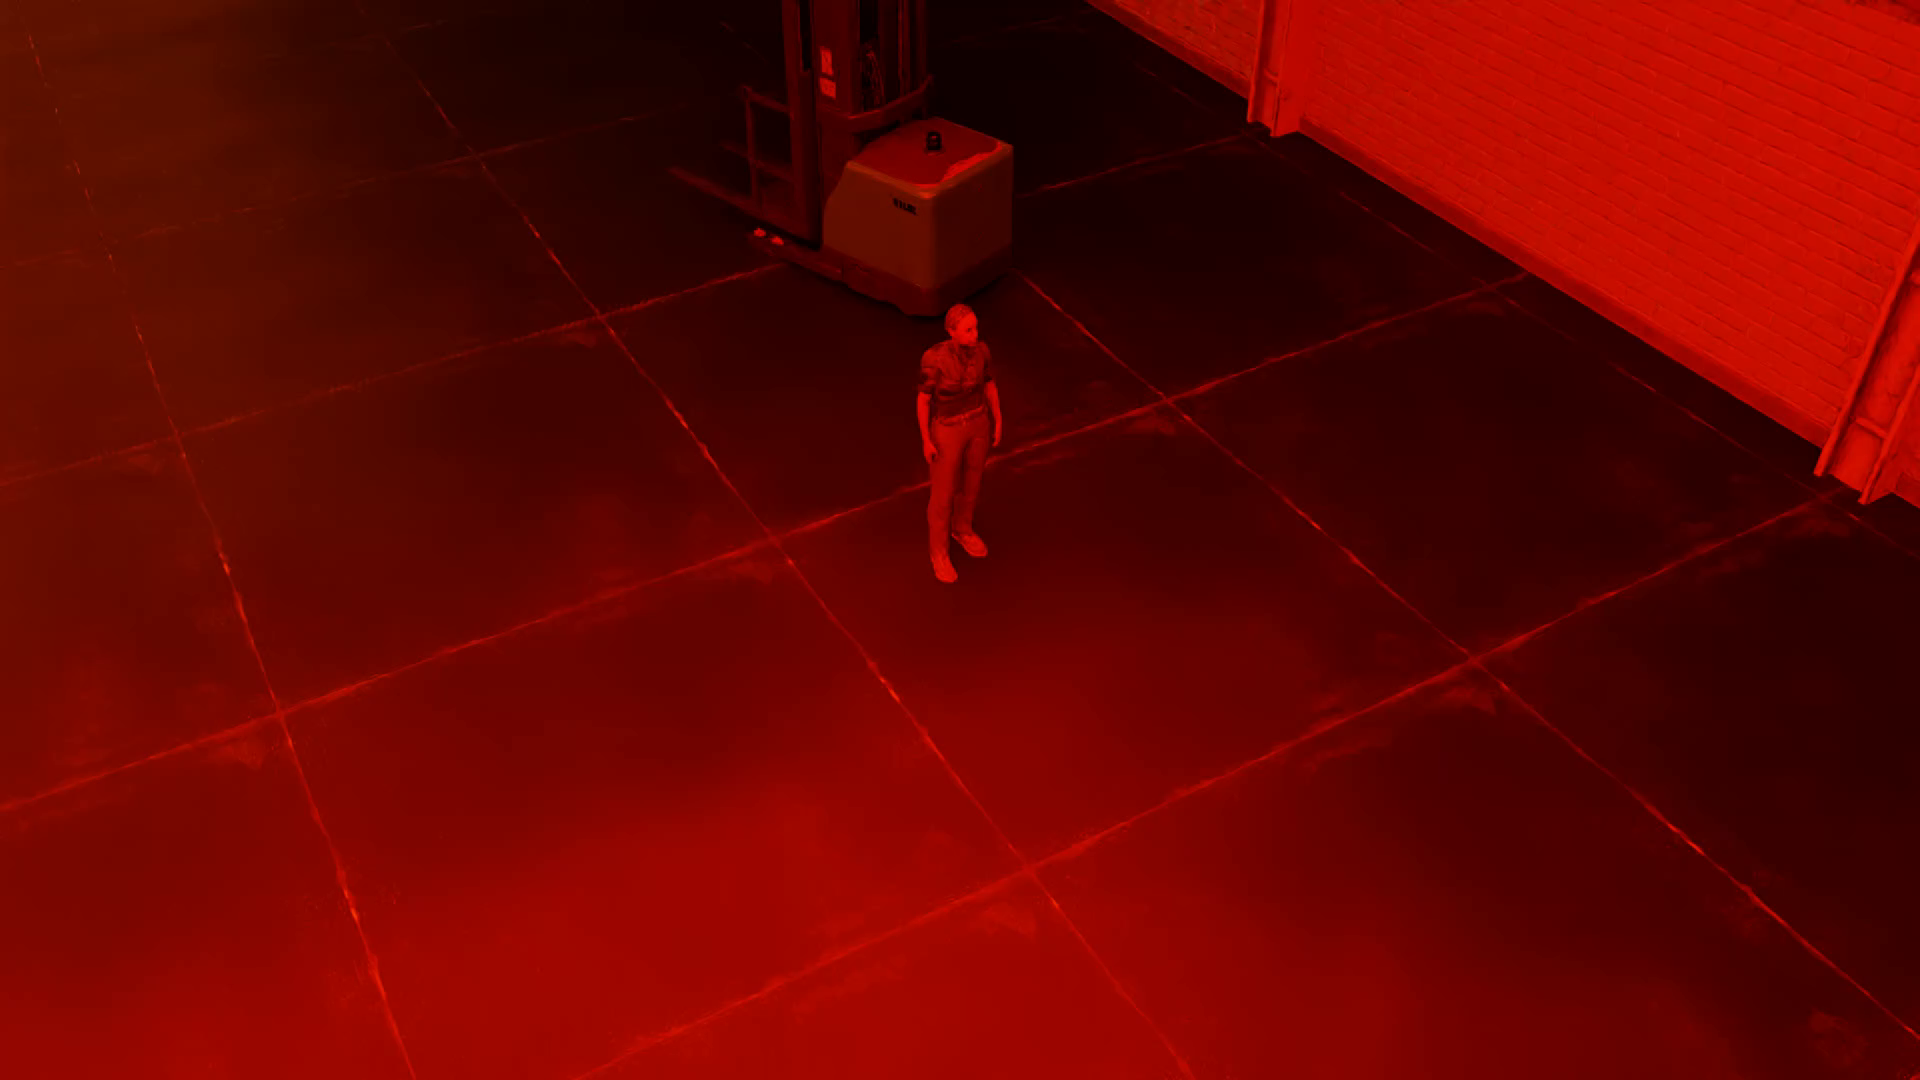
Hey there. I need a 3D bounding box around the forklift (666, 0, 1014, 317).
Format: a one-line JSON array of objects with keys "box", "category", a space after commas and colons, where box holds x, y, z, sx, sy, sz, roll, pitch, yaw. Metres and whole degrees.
[{"box": [-1.044, -3.553, 12.320, 3.031, 2.935, 1.130, 28, 47, 30], "category": "forklift"}]

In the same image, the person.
[{"box": [0.027, -0.583, 9.737, 0.570, 1.642, 0.503, -20, 44, -23], "category": "person"}]
